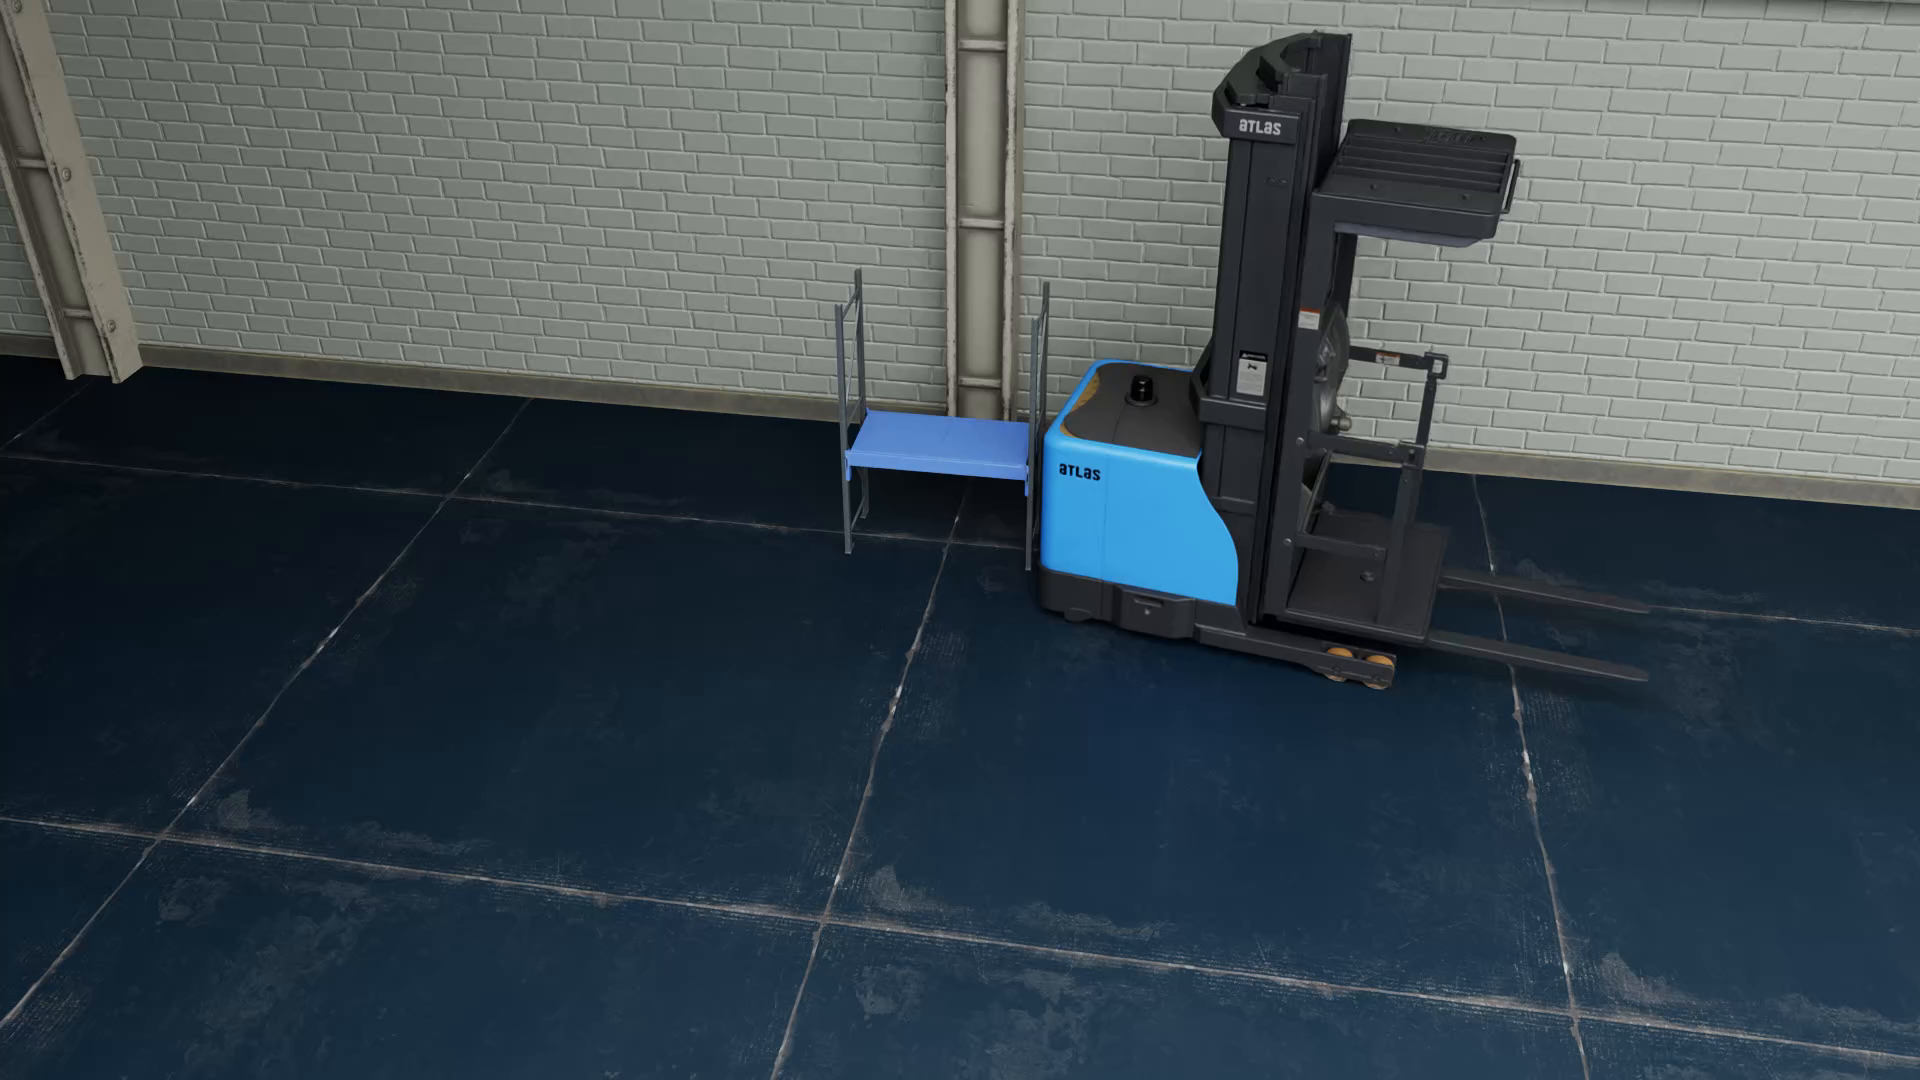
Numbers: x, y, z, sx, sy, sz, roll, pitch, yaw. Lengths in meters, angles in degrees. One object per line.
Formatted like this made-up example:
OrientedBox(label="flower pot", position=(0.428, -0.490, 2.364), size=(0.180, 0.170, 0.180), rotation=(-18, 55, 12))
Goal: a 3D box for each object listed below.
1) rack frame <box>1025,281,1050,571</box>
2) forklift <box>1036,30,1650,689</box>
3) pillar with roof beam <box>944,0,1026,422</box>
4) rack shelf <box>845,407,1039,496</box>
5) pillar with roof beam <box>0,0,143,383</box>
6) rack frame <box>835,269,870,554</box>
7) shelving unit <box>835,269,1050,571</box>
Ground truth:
OrientedBox(label="rack frame", position=(0.417, -0.598, 8.966), size=(0.032, 1.500, 0.500), rotation=(5, 32, 8))
OrientedBox(label="forklift", position=(1.975, -0.823, 7.976), size=(3.031, 2.935, 1.130), rotation=(11, 34, 17))
OrientedBox(label="pillar with roof beam", position=(-0.586, -2.169, 4.408), size=(0.400, 9.000, 9.100), rotation=(5, 32, 8))
OrientedBox(label="rack shelf", position=(-0.084, -0.491, 9.134), size=(1.000, 0.185, 0.538), rotation=(5, 32, 8))
OrientedBox(label="pillar with roof beam", position=(-6.501, -2.705, 5.264), size=(0.400, 9.000, 9.100), rotation=(5, 32, 8))
OrientedBox(label="rack frame", position=(-0.585, -0.689, 9.111), size=(0.032, 1.500, 0.500), rotation=(5, 32, 8))
OrientedBox(label="shelving unit", position=(-0.084, -0.643, 9.038), size=(1.048, 1.500, 0.538), rotation=(5, 32, 8))
